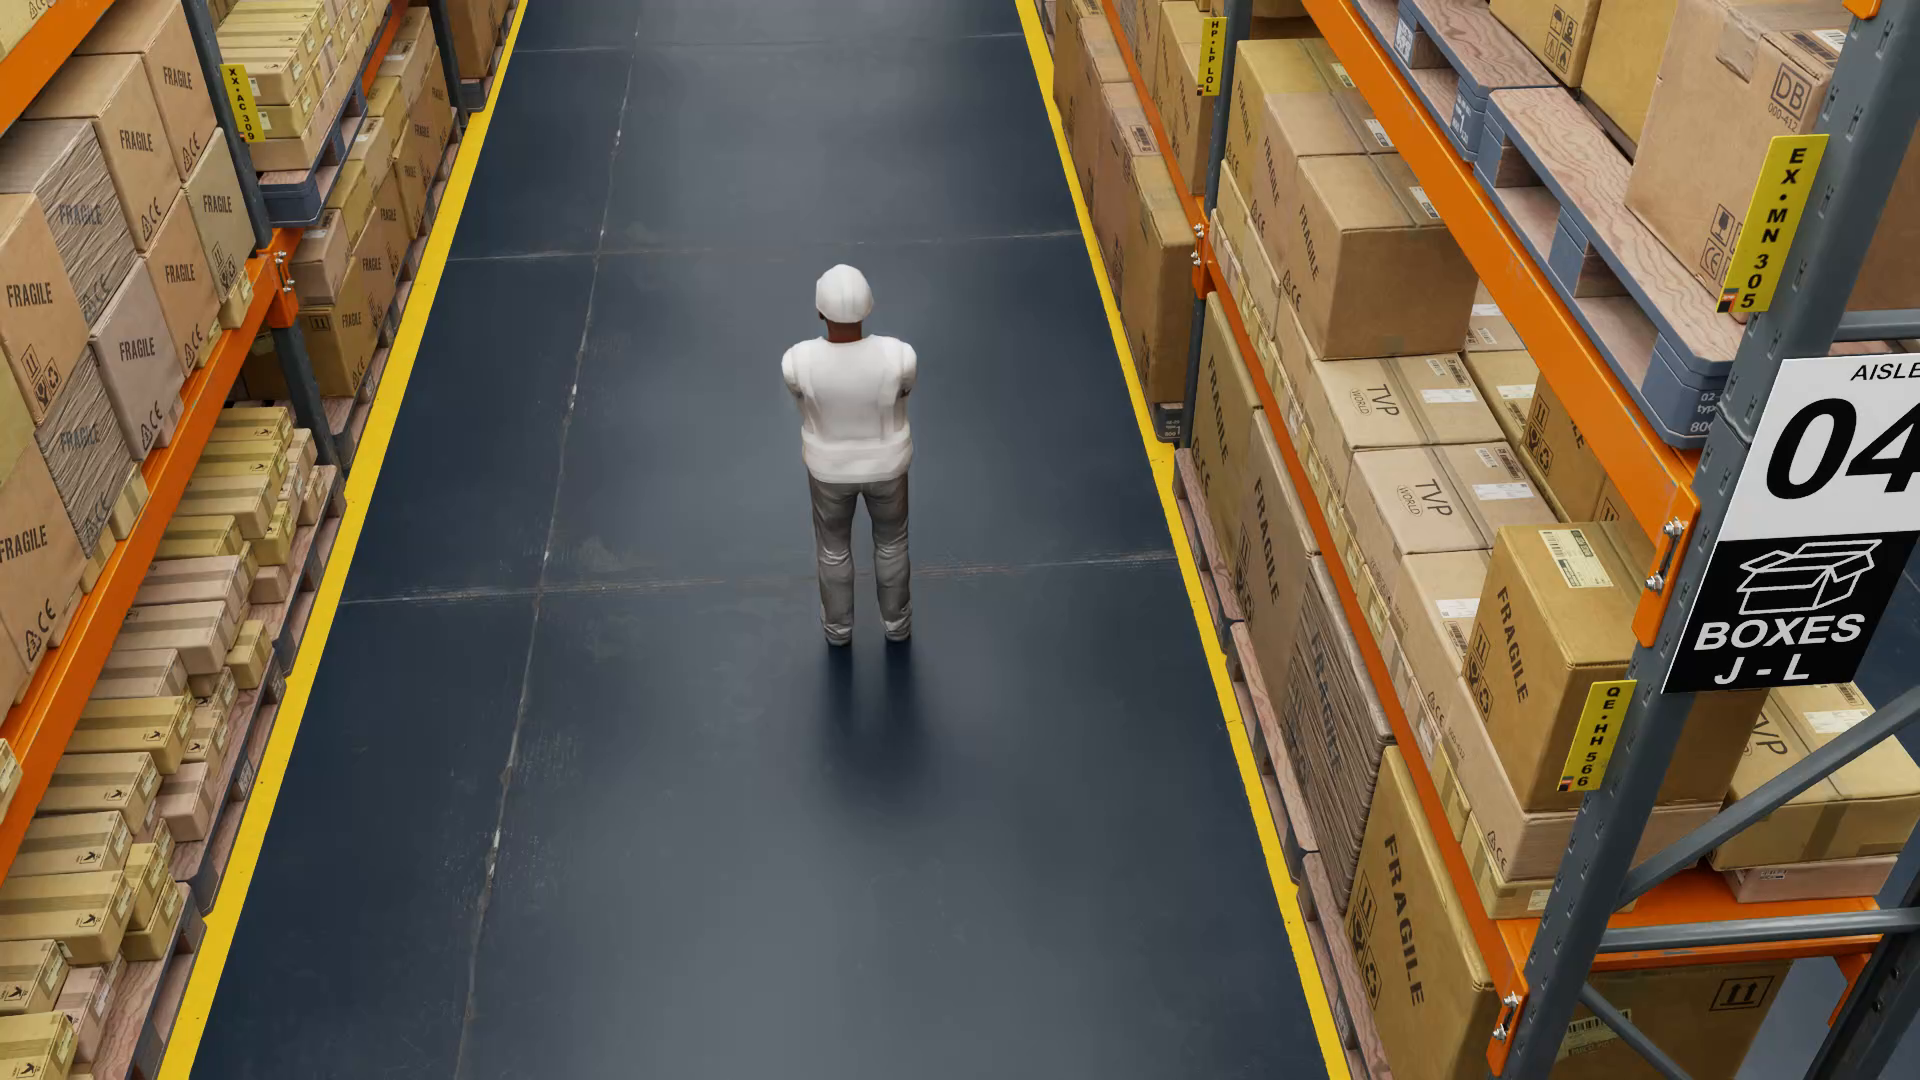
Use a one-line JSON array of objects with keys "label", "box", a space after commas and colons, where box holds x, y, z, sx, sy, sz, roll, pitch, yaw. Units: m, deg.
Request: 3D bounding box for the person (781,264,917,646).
[{"label": "person", "box": [-0.421, -0.372, 6.599, 0.504, 1.761, 0.578, -3, 39, -3]}]
